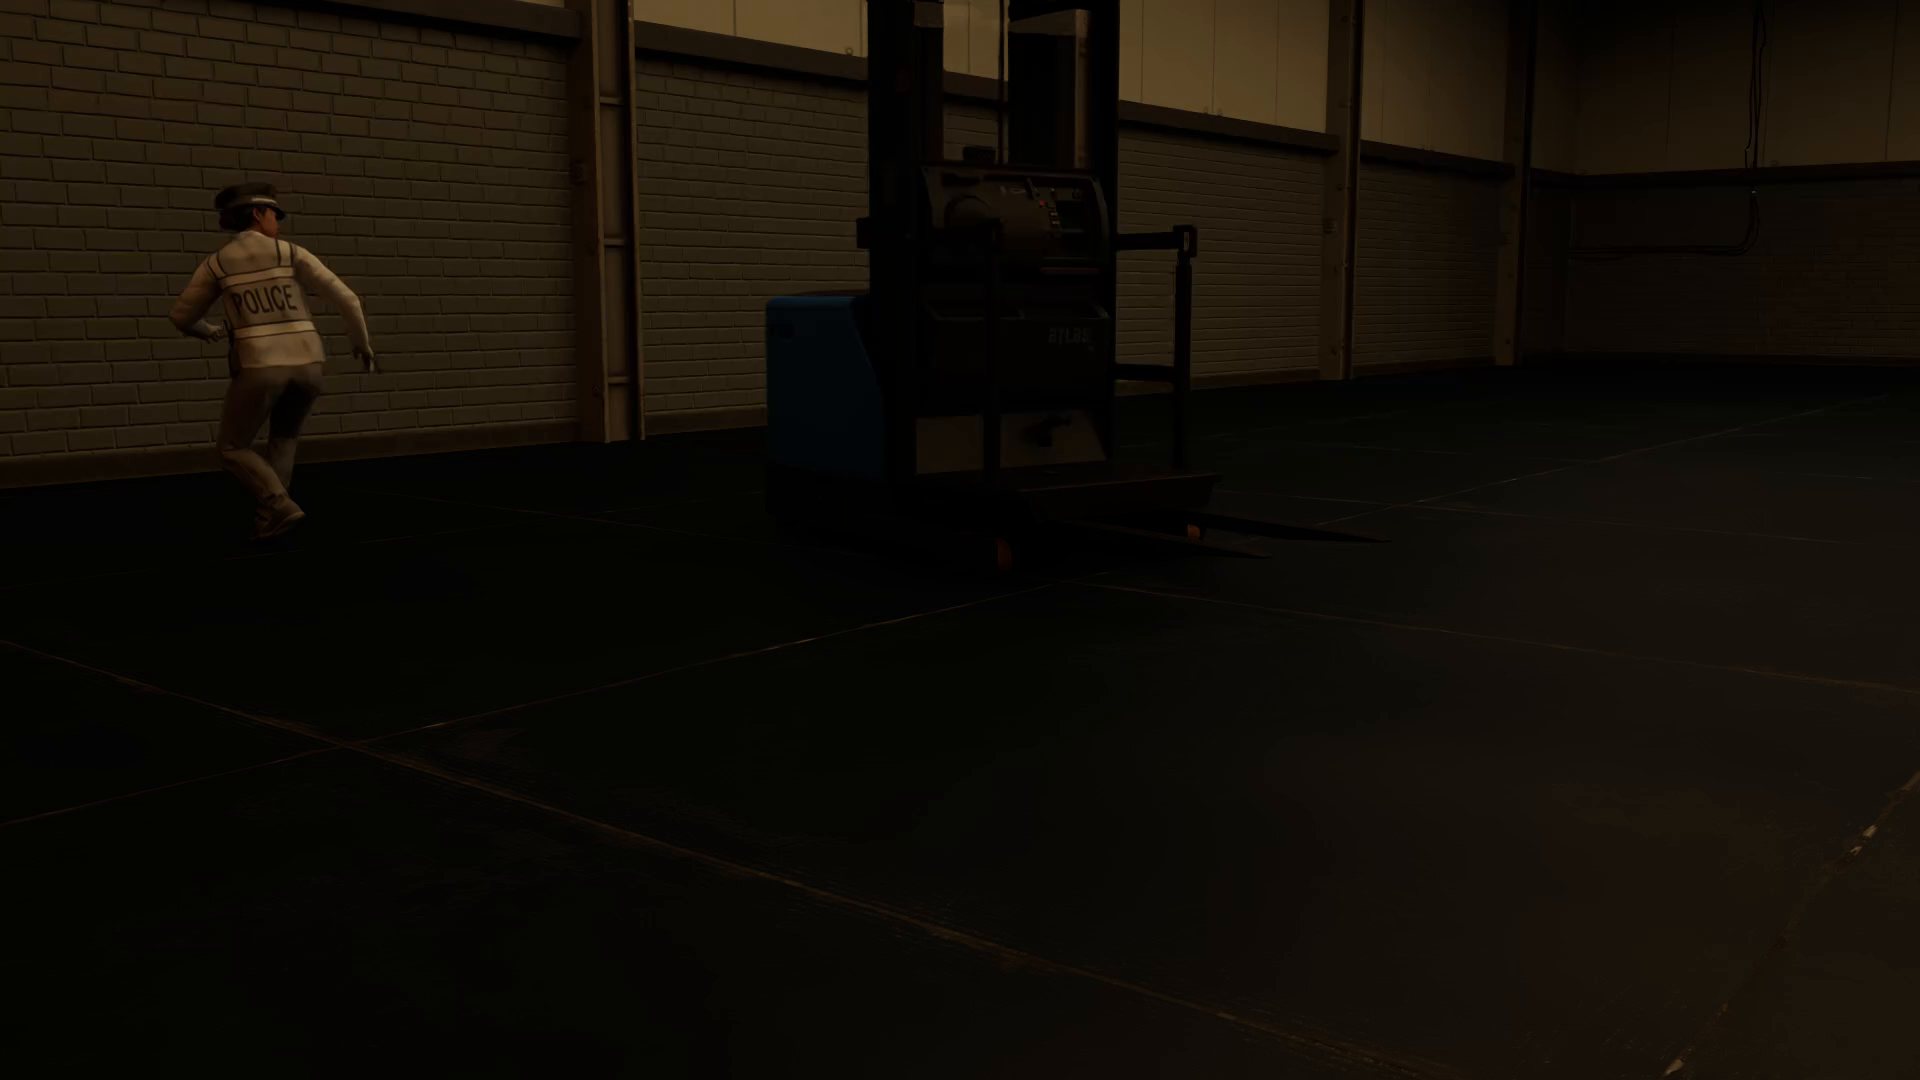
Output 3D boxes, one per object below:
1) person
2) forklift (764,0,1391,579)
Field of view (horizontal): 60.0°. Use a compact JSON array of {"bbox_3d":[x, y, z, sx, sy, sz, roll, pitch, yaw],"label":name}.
[{"bbox_3d":[-2.963,-0.755,7.221,0.807,1.556,0.785,-6,10,-33],"label":"person"},{"bbox_3d":[0.363,-1.379,6.707,1.130,2.935,3.031,-6,10,-36],"label":"forklift"}]
